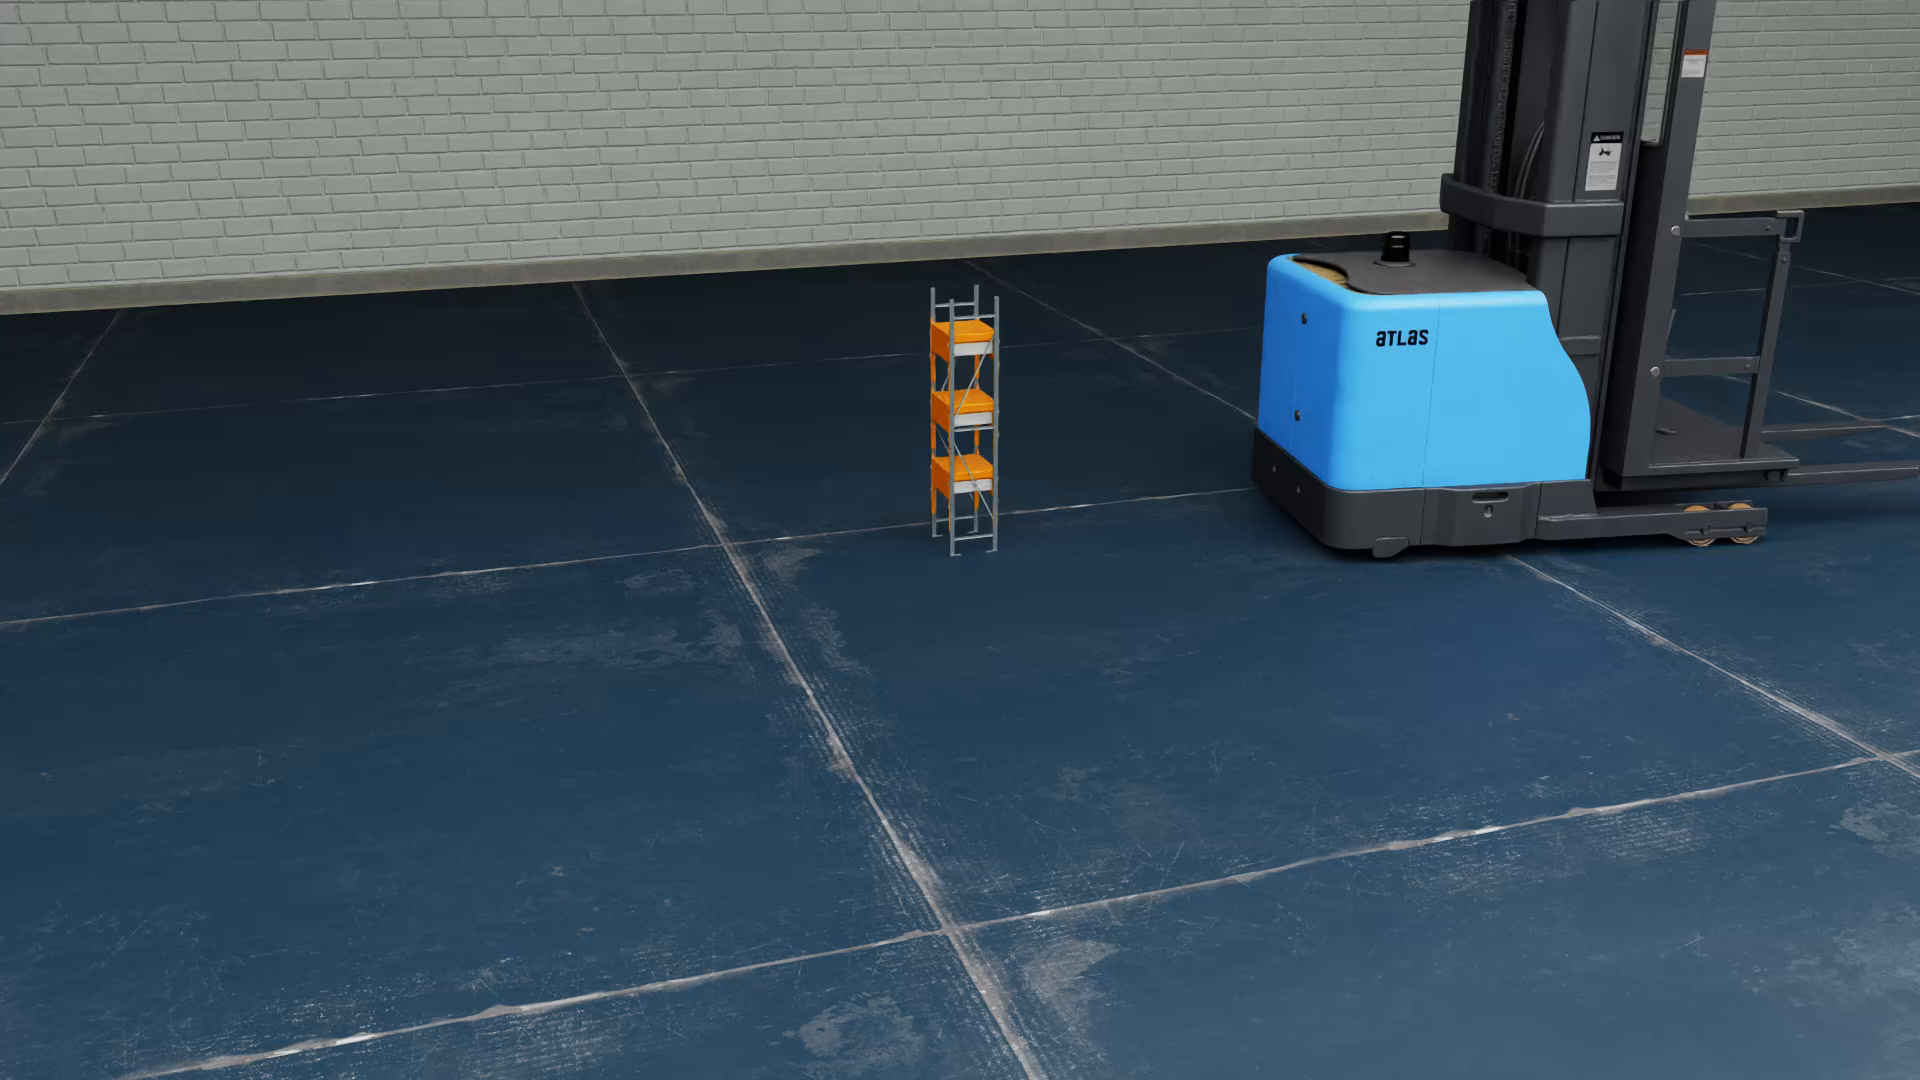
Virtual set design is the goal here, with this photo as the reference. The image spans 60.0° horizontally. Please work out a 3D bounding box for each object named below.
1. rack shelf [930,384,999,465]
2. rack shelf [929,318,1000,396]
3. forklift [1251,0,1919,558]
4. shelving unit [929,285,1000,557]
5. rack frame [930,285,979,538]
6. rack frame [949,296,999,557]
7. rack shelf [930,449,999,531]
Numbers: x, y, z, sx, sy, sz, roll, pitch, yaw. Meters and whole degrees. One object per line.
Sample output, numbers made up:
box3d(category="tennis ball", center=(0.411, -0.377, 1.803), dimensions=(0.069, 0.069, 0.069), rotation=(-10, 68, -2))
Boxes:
box3d(category="rack shelf", center=(0.017, -0.467, 6.695), dimensions=(0.215, 0.259, 0.240), rotation=(-6, 21, -17))
box3d(category="rack shelf", center=(0.017, -0.734, 6.599), dimensions=(0.215, 0.259, 0.240), rotation=(-6, 21, -17))
box3d(category="forklift", center=(2.873, -1.525, 6.827), dimensions=(3.031, 2.935, 1.130), rotation=(-3, 20, -9))
box3d(category="shelving unit", center=(0.017, -0.477, 6.691), dimensions=(0.215, 1.050, 0.252), rotation=(-6, 21, -17))
box3d(category="rack frame", center=(-0.022, -0.516, 6.800), dimensions=(0.200, 1.050, 0.008), rotation=(-6, 21, -17))
box3d(category="rack frame", center=(0.055, -0.438, 6.582), dimensions=(0.200, 1.050, 0.008), rotation=(-6, 21, -17))
box3d(category="rack shelf", center=(0.017, -0.205, 6.789), dimensions=(0.215, 0.259, 0.240), rotation=(-6, 21, -17))
